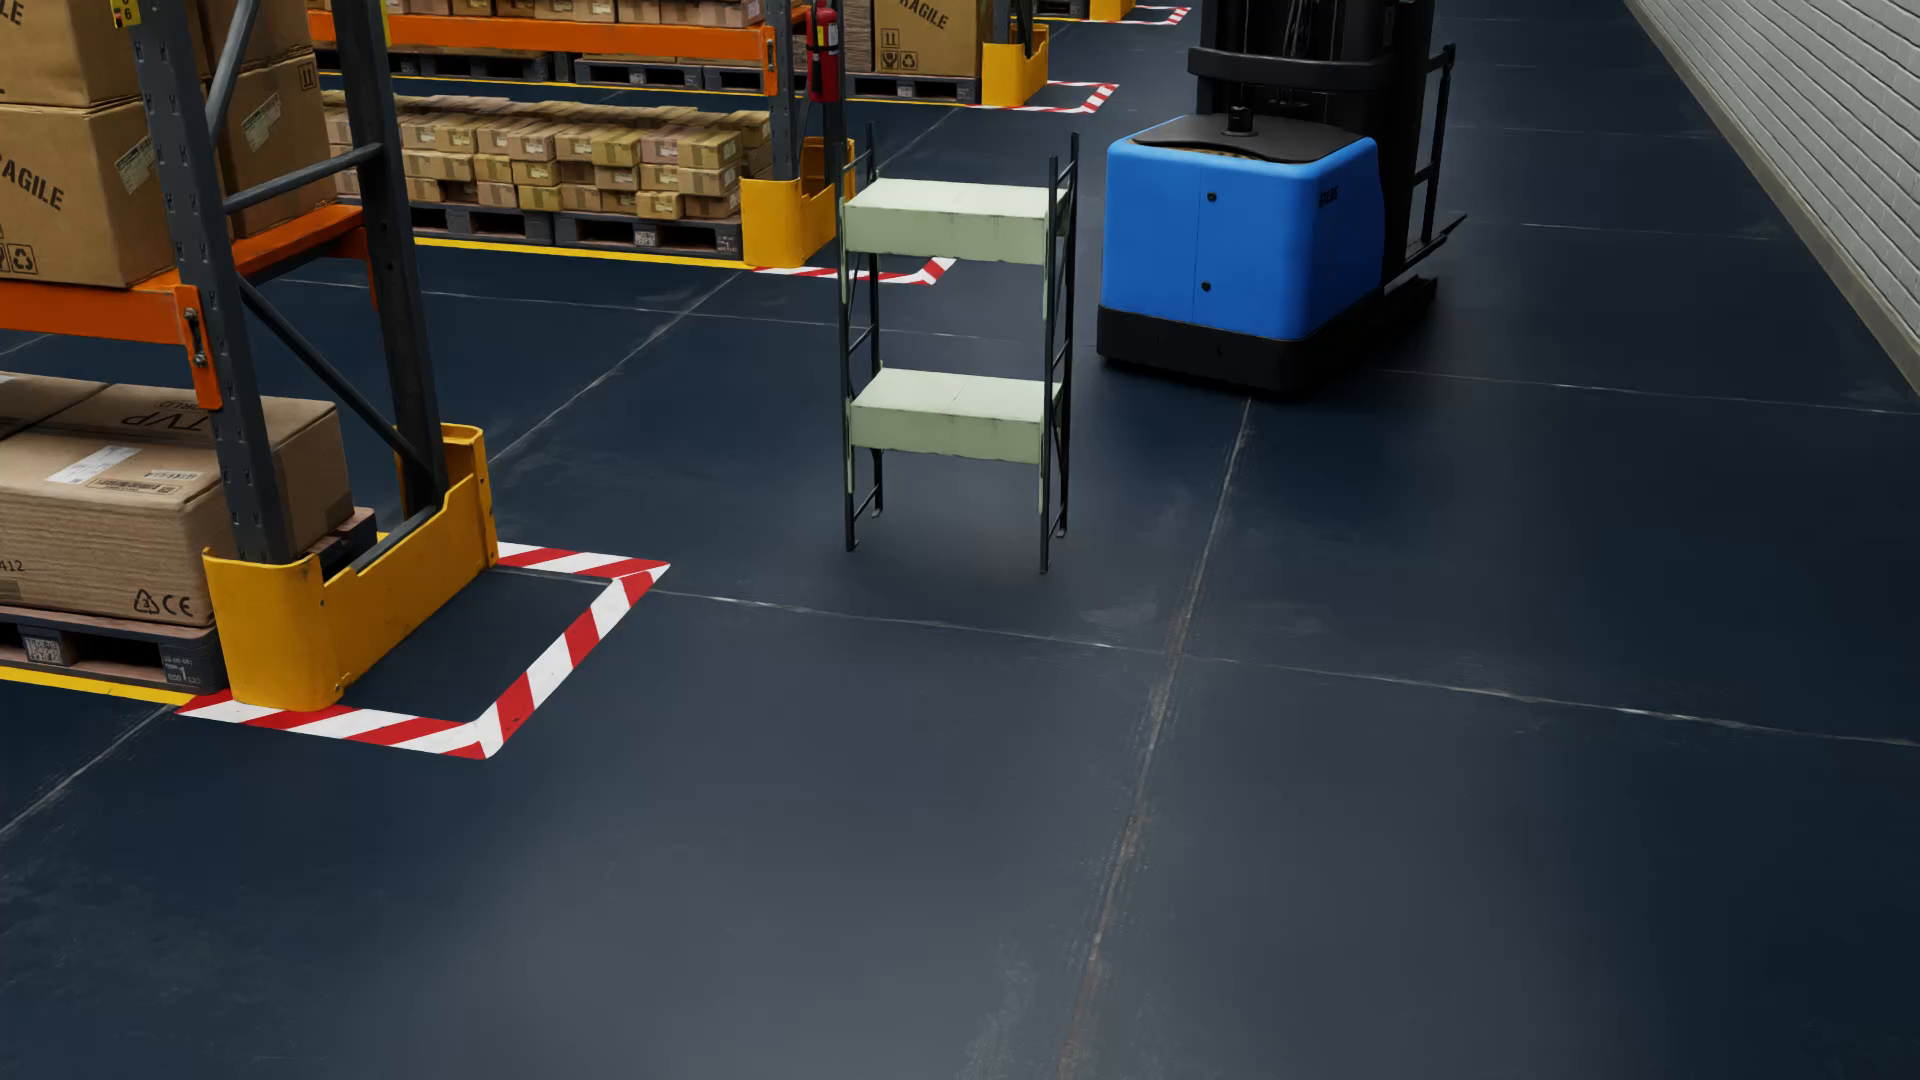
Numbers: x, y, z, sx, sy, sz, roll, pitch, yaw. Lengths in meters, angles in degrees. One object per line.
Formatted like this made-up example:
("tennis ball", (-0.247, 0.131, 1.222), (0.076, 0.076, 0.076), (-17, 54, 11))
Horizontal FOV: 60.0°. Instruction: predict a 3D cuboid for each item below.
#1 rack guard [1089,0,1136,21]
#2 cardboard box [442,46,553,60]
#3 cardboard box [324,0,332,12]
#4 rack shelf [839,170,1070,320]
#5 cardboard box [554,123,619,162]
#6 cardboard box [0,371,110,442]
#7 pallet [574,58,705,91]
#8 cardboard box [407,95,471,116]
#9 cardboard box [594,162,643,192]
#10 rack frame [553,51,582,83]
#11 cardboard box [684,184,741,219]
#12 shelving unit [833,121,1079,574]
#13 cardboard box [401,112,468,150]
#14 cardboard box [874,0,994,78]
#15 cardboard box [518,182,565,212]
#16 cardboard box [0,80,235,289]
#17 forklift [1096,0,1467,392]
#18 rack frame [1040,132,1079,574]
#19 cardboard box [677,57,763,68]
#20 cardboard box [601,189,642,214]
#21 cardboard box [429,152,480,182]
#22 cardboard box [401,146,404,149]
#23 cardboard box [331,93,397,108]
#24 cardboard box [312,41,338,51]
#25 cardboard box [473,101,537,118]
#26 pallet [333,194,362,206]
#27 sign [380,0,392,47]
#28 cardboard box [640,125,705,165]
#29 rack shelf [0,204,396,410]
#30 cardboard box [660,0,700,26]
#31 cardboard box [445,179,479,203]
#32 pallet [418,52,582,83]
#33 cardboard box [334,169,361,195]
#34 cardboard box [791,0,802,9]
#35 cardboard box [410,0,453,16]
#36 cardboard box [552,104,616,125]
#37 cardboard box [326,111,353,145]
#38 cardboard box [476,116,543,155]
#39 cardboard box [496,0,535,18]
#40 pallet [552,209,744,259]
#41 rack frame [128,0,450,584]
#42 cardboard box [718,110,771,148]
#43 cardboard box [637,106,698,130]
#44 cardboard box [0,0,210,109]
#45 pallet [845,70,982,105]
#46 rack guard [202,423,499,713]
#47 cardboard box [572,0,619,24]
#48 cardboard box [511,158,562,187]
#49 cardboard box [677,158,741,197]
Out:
("rack guard", (1.716, -6.142, 18.569), (0.348, 0.500, 1.175), (6, 26, 13))
("cardboard box", (-4.042, -4.924, 15.087), (0.875, 0.875, 1.225), (6, 26, 13))
("cardboard box", (-3.528, -3.210, 9.796), (0.250, 0.149, 0.380), (7, 26, 14))
("rack shelf", (-0.006, -1.030, 5.761), (0.720, 0.370, 0.431), (6, 26, 13))
("cardboard box", (-2.199, -2.353, 9.839), (0.250, 0.149, 0.380), (5, 26, 11))
("cardboard box", (-3.564, -0.236, 5.748), (0.875, 0.438, 0.875), (7, 26, 14))
("pallet", (-2.701, -4.261, 14.954), (1.213, 0.211, 1.003), (6, 26, 13))
("cardboard box", (-3.324, -2.736, 10.642), (0.250, 0.149, 0.380), (5, 26, 10))
("cardboard box", (-1.963, -2.181, 9.823), (0.250, 0.149, 0.380), (5, 26, 11))
("rack frame", (-3.418, -5.634, 14.594), (0.127, 3.000, 1.000), (6, 26, 13))
("cardboard box", (-1.438, -2.023, 9.838), (0.250, 0.149, 0.380), (7, 26, 14))
("shelving unit", (-0.006, -0.678, 5.929), (0.755, 1.500, 0.431), (6, 26, 13))
("cardboard box", (-3.191, -2.492, 10.131), (0.250, 0.149, 0.380), (5, 26, 11))
("cardboard box", (-0.183, -4.471, 14.135), (0.875, 0.875, 0.875), (6, 26, 13))
("cardboard box", (-2.452, -2.095, 9.989), (0.250, 0.149, 0.380), (5, 26, 11))
("cardboard box", (-2.545, -1.066, 4.884), (0.500, 0.500, 0.500), (6, 26, 13))
("forklift", (1.875, -2.576, 8.251), (1.130, 2.935, 3.031), (15, 30, 29))
("rack frame", (0.348, -0.639, 5.847), (0.023, 1.500, 0.400), (6, 26, 13))
("cardboard box", (-1.927, -4.664, 14.539), (0.875, 0.875, 0.875), (6, 26, 13))
("cardboard box", (-1.947, -2.073, 9.942), (0.250, 0.149, 0.380), (6, 26, 13))
("cardboard box", (-2.985, -2.284, 10.040), (0.250, 0.149, 0.380), (7, 26, 14))
("cardboard box", (-3.446, -2.374, 10.229), (0.250, 0.149, 0.380), (8, 26, 15))
("cardboard box", (-3.841, -2.786, 10.749), (0.250, 0.149, 0.380), (6, 26, 13))
("cardboard box", (-5.767, -5.111, 15.479), (0.875, 0.875, 1.225), (6, 26, 13))
("cardboard box", (-2.846, -2.640, 10.441), (0.250, 0.149, 0.380), (6, 26, 13))
("pallet", (-4.091, -2.263, 10.759), (1.213, 0.211, 1.003), (6, 26, 13))
("sign", (-1.868, -1.737, 5.309), (0.005, 0.325, 0.100), (6, 26, 13))
("cardboard box", (-1.682, -2.324, 9.779), (0.250, 0.149, 0.380), (7, 26, 14))
("rack shelf", (-3.949, -0.969, 5.633), (4.000, 0.370, 1.077), (6, 26, 13))
("cardboard box", (-1.494, -2.997, 9.349), (0.250, 0.149, 0.380), (6, 26, 13))
("cardboard box", (-2.938, -2.191, 10.191), (0.250, 0.149, 0.380), (7, 26, 14))
("pallet", (-4.184, -4.426, 15.301), (1.213, 0.211, 1.003), (6, 26, 13))
("cardboard box", (-3.708, -2.269, 10.355), (0.250, 0.149, 0.380), (6, 26, 12))
("cardboard box", (-1.109, -3.209, 9.793), (0.250, 0.149, 0.380), (6, 26, 13))
("cardboard box", (-2.999, -3.170, 9.710), (0.250, 0.149, 0.380), (7, 26, 15))
("cardboard box", (-2.336, -2.605, 10.369), (0.250, 0.149, 0.380), (7, 26, 15))
("cardboard box", (-3.701, -2.548, 10.249), (0.250, 0.149, 0.380), (6, 26, 12))
("cardboard box", (-2.701, -2.433, 10.007), (0.250, 0.149, 0.380), (5, 26, 11))
("cardboard box", (-2.489, -3.130, 9.627), (0.250, 0.149, 0.380), (5, 26, 11))
("pallet", (-1.728, -2.002, 10.210), (1.213, 0.211, 1.003), (6, 26, 13))
("rack frame", (-2.012, -1.080, 5.029), (0.127, 3.000, 1.000), (6, 26, 13))
("cardboard box", (-1.300, -2.520, 10.189), (0.250, 0.149, 0.380), (5, 26, 11))
("cardboard box", (-1.809, -2.580, 10.315), (0.250, 0.149, 0.380), (6, 26, 13))
("cardboard box", (-2.538, -1.529, 4.692), (0.500, 0.500, 0.500), (7, 26, 15))
("pallet", (-0.337, -3.999, 14.405), (1.213, 0.211, 1.003), (6, 26, 13))
("rack guard", (-1.988, 0.051, 5.560), (0.348, 0.500, 1.175), (6, 26, 13))
("cardboard box", (-1.994, -3.036, 9.429), (0.250, 0.149, 0.380), (7, 26, 14))
("cardboard box", (-2.467, -2.231, 9.928), (0.250, 0.149, 0.380), (7, 26, 14))
("cardboard box", (-1.459, -2.126, 9.708), (0.250, 0.149, 0.380), (6, 26, 12))
